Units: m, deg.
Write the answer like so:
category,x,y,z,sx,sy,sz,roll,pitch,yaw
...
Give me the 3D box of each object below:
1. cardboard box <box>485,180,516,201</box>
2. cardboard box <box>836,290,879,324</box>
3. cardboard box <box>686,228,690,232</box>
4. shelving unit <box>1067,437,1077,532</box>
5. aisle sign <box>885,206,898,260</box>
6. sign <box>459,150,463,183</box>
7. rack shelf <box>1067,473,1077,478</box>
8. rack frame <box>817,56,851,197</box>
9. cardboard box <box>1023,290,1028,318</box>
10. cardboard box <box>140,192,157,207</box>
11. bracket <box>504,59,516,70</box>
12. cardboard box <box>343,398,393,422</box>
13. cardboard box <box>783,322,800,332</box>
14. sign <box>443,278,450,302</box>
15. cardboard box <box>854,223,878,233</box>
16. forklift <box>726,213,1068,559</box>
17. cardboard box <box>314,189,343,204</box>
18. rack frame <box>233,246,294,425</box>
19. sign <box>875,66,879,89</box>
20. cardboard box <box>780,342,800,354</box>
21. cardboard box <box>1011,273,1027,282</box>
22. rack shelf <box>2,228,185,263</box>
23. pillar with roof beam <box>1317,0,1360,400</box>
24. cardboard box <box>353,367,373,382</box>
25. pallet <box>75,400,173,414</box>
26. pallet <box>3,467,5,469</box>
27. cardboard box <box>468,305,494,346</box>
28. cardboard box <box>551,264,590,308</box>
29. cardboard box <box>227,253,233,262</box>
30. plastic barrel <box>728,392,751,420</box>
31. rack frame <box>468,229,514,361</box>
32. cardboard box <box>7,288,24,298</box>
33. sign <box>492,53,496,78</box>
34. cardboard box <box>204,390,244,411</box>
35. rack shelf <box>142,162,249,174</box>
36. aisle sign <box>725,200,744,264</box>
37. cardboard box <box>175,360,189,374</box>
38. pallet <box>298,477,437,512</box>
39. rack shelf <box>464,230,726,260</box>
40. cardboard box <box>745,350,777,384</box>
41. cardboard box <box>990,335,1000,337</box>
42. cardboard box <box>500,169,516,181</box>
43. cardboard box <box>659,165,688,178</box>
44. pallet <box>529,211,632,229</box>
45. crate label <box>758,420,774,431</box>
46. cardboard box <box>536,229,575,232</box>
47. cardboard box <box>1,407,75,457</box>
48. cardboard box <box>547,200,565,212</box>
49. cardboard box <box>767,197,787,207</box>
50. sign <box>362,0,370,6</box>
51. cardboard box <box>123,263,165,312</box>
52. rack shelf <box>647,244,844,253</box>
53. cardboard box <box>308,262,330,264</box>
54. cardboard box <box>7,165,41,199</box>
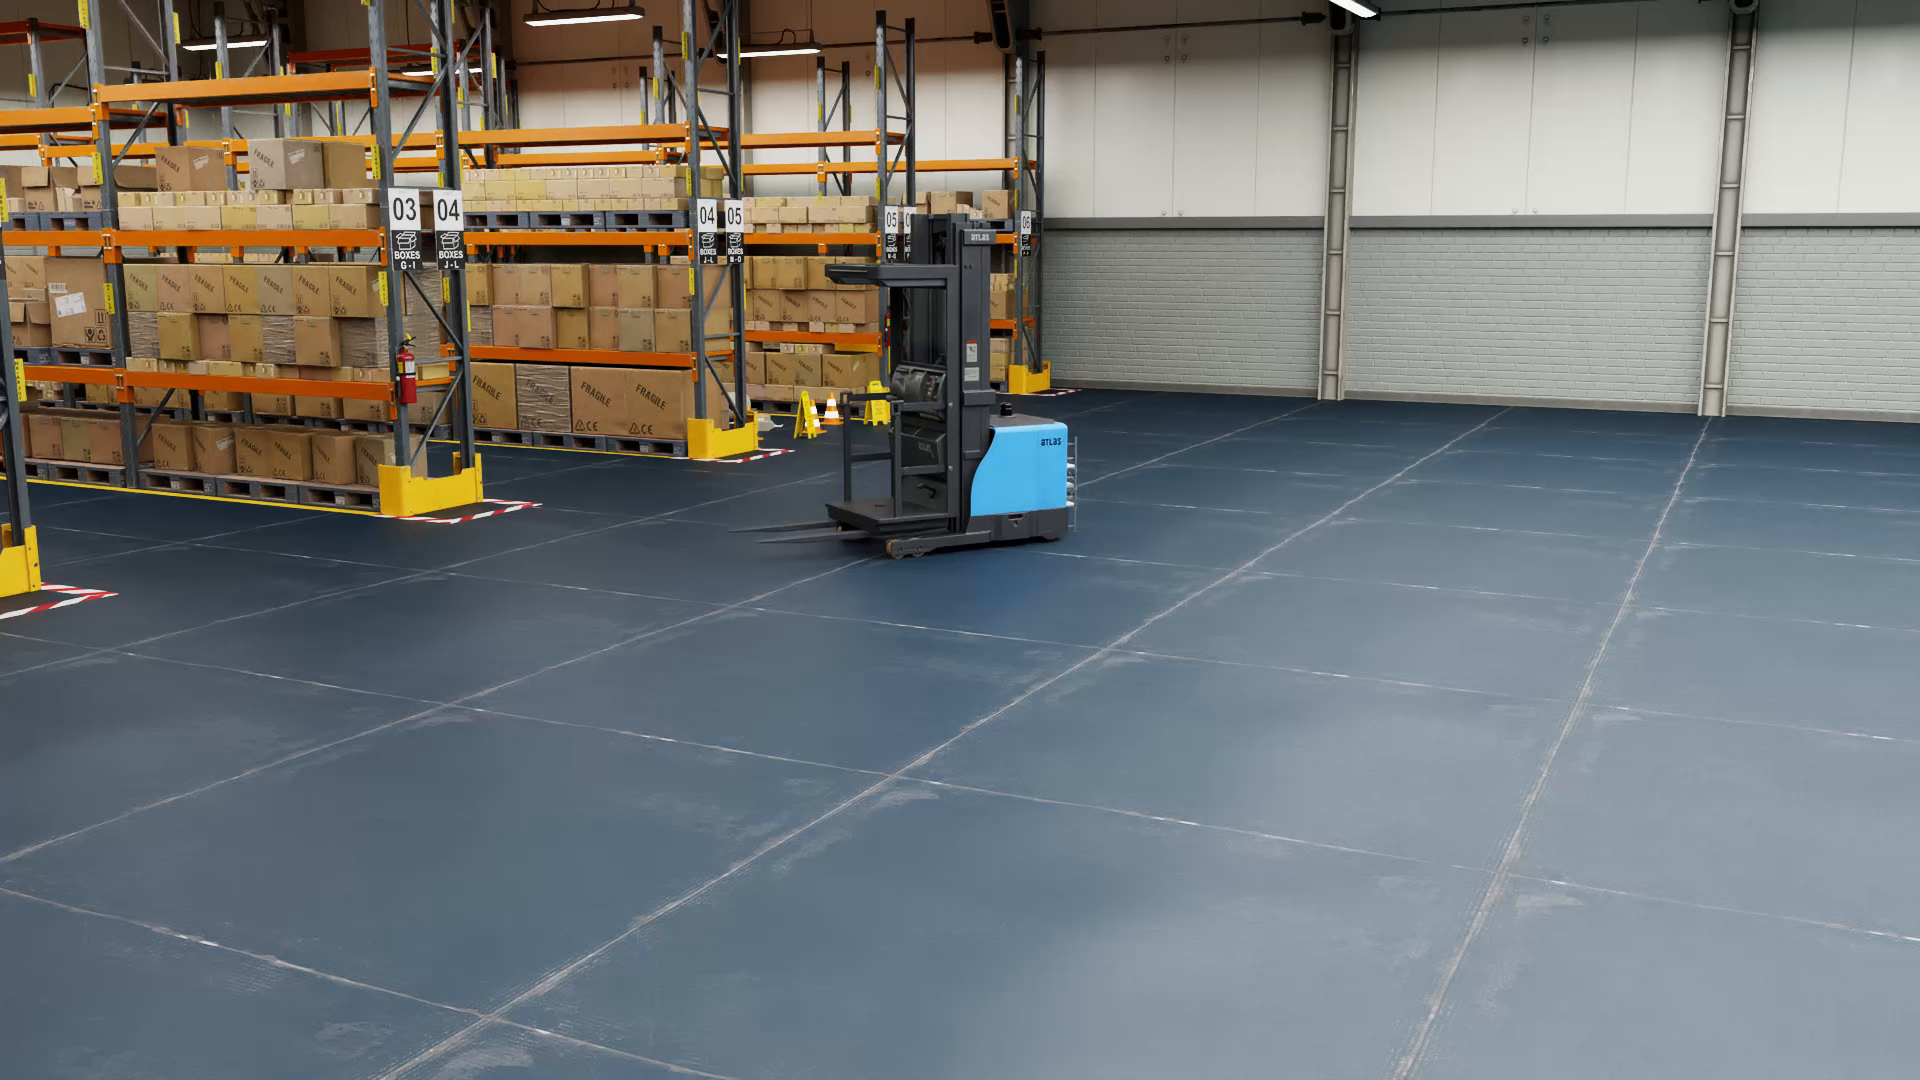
category,x,y,z,sx,sy,sz,roll,pitch,yaw
cardboard box,-5.874,-4.585,21.844,0.500,0.250,0.500,5,11,25
cardboard box,-1.564,-3.581,25.477,0.500,0.500,0.500,5,11,25
cardboard box,-4.162,-4.961,26.499,0.250,0.149,0.380,5,11,26
shelving unit,0.936,-0.526,15.612,0.258,0.900,0.210,-5,11,-26
aisle sign,-1.028,-4.615,25.005,0.004,0.787,0.394,5,11,26
sign,-5.100,-3.797,16.909,0.005,0.325,0.100,5,11,26
rack shelf,0.936,-0.582,15.602,0.258,0.077,0.200,-5,11,-26
rack frame,-2.349,-7.447,31.109,0.127,3.000,1.000,5,11,26
cardboard box,0.916,-4.312,30.353,0.500,0.500,0.500,5,12,28
cardboard box,-8.503,-3.633,17.758,0.250,0.149,0.380,4,11,23
bracket,-9.534,-9.958,34.876,0.430,0.232,0.235,5,11,26
cardboard box,-8.102,-2.114,23.626,0.750,0.750,1.050,5,11,26
cardboard box,-2.563,-3.348,26.011,0.250,0.149,0.380,5,11,25
sign,-6.873,-3.347,22.270,0.005,0.325,0.100,5,11,26
cardboard box,-1.399,-4.722,25.183,0.250,0.149,0.380,5,11,26
forklift,-0.549,-1.387,14.664,3.031,2.935,1.130,-6,12,-29
cardboard box,-6.202,-3.418,16.570,0.250,0.149,0.380,4,11,23
rack frame,-10.229,-3.218,24.591,0.127,3.000,1.000,5,11,26
sign,-1.219,-6.789,24.407,0.005,0.325,0.100,5,11,26
cardboard box,-2.607,-3.009,26.050,0.250,0.149,0.380,6,12,28
cardboard box,1.031,-4.755,30.143,0.250,0.149,0.380,5,11,25
rack shelf,-10.721,-3.399,19.184,4.000,0.370,1.077,5,11,26
pillar with roof beam,4.488,-6.170,24.054,0.548,9.000,9.100,5,11,26
cardboard box,-5.911,-1.690,16.848,0.250,0.149,0.380,5,11,26
pallet,-13.117,-2.100,26.243,1.213,0.211,1.003,5,11,26
pallet,-11.814,-1.000,20.165,1.213,0.211,1.003,5,11,26
cardboard box,-6.306,-2.950,22.686,0.550,0.550,0.875,5,11,26
cardboard box,-4.879,-3.344,21.832,0.500,0.550,0.875,5,11,26
cardboard box,-13.479,-5.294,31.148,0.250,0.149,0.380,5,11,26
plastic barrel,-3.477,-2.040,25.312,0.512,0.421,0.421,-4,11,-23
rack frame,-8.129,-4.017,29.003,0.127,3.000,1.000,5,11,26
cardboard box,-14.840,-3.763,26.485,0.500,0.500,0.500,5,11,24
sign,-6.374,-6.480,22.697,0.005,0.325,0.100,5,11,26
cardboard box,-10.935,-2.205,24.832,0.500,0.500,0.500,5,11,26
rack shelf,-13.510,-6.891,31.181,4.000,0.370,1.077,5,11,26
aisle sign,-2.858,-3.910,21.110,0.004,0.787,0.394,5,11,26
cardboard box,-8.184,-1.875,17.874,0.250,0.149,0.380,5,11,26
pallet,-6.121,-0.507,17.441,1.213,0.211,1.003,5,11,26
rack shelf,-4.848,-3.868,21.775,4.000,0.370,1.077,5,11,26
cardboard box,-3.183,-2.753,26.457,0.500,0.500,0.500,6,12,29
cardboard box,0.441,-3.632,30.611,0.500,0.250,0.500,5,11,26
cardboard box,-5.782,-4.761,21.698,0.250,0.149,0.380,5,11,25
cardboard box,-3.507,-4.561,20.593,0.250,0.149,0.380,5,11,26
pallet,-4.823,-4.173,21.692,1.213,0.211,1.003,5,11,26
crate label,-2.830,-1.654,23.984,0.298,0.136,0.250,-1,10,-4
cardboard box,-6.749,-5.428,28.088,0.637,0.503,0.797,5,11,26
cardboard box,-10.890,-1.286,19.696,0.500,0.500,0.700,6,12,31
cardboard box,-5.102,-4.309,21.437,0.250,0.149,0.380,5,11,27
cardboard box,-2.779,-5.226,25.729,0.250,0.149,0.380,5,12,27
sign,-5.604,-5.206,15.662,0.005,0.325,0.100,5,11,26
cardboard box,-8.636,-2.731,17.972,0.500,0.500,0.500,5,11,26
rack shelf,-4.143,-5.774,32.311,4.000,0.370,1.077,5,11,26
cardboard box,-11.449,-4.793,30.201,0.500,0.500,0.500,5,11,26
cardboard box,-11.074,-4.128,19.508,0.500,0.500,0.500,5,12,27
